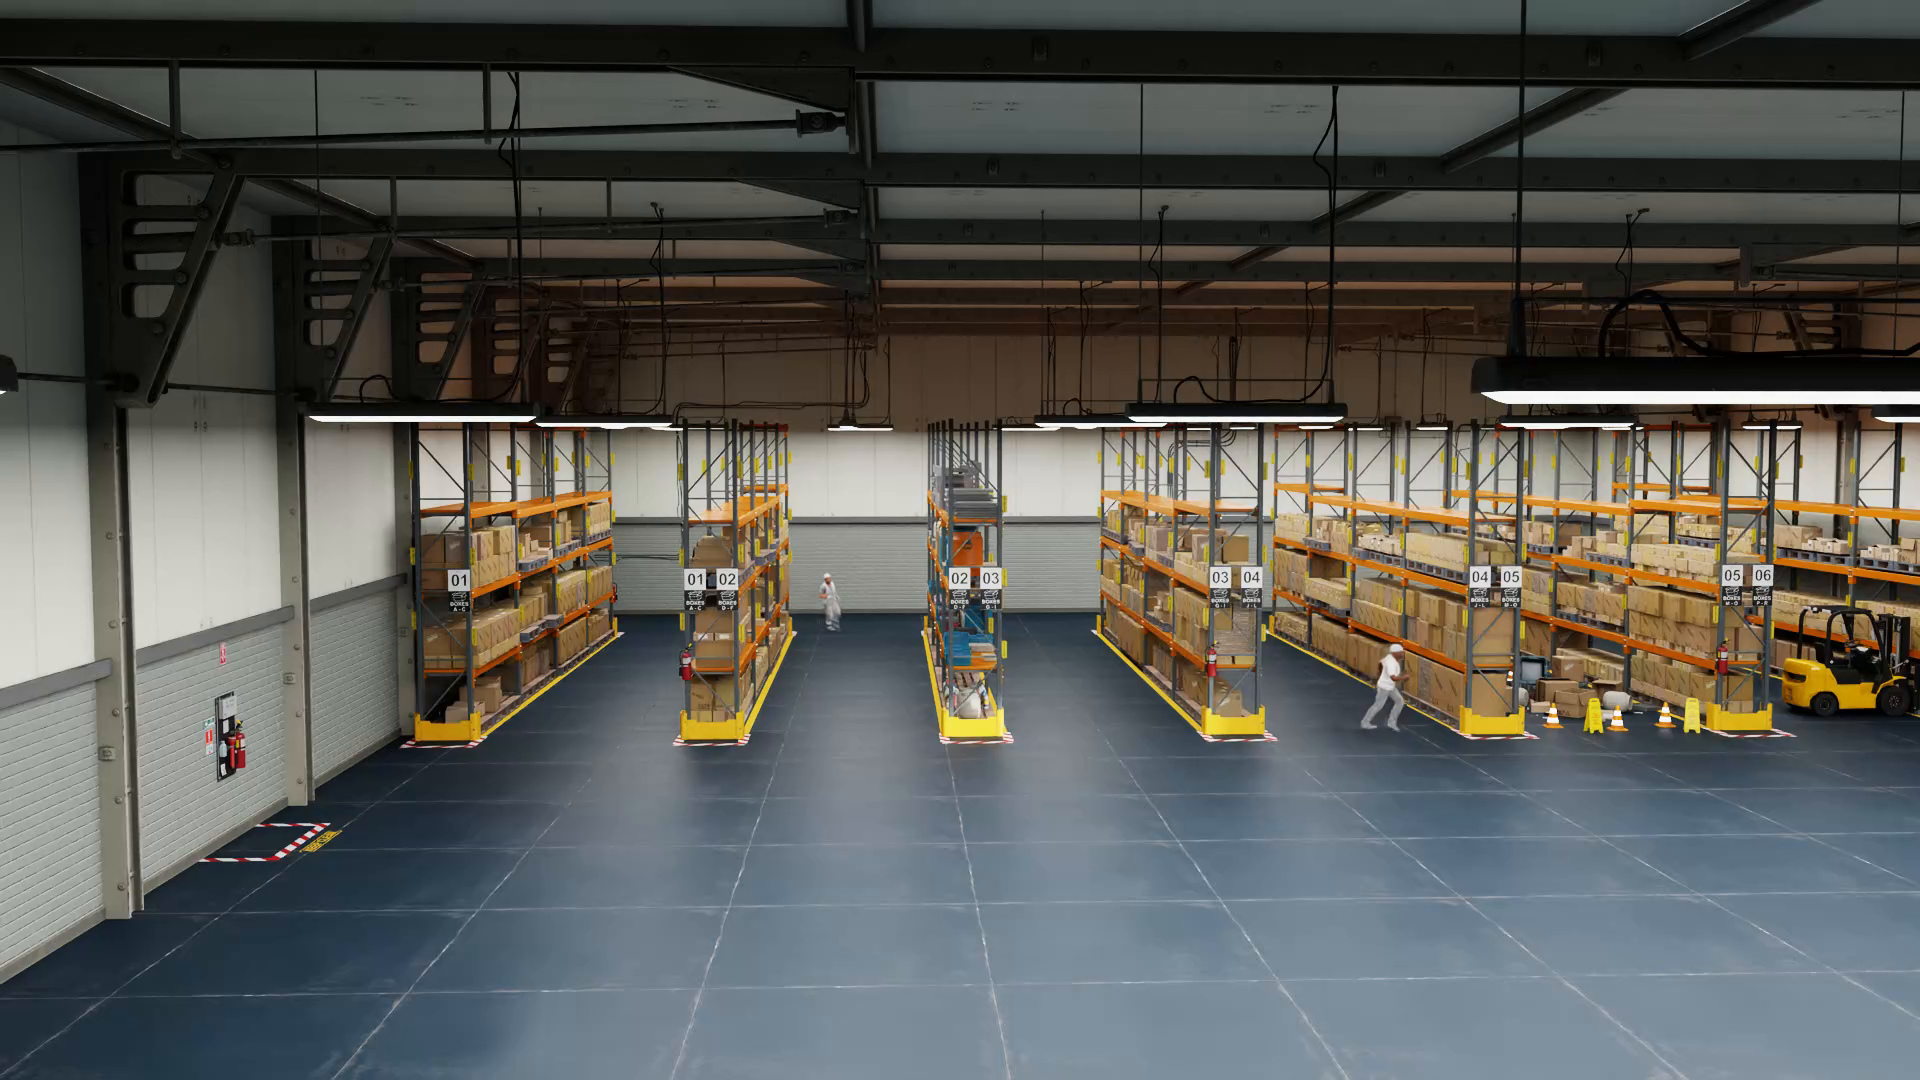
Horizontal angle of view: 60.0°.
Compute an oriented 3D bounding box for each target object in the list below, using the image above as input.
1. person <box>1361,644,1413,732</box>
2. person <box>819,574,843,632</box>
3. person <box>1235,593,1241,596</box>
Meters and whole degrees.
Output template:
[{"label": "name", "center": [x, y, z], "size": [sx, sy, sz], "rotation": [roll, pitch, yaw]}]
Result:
[{"label": "person", "center": [8.187, 2.833, 31.805], "size": [0.990, 1.724, 0.717], "rotation": [2, 4, 26]}, {"label": "person", "center": [-3.711, 1.825, 47.699], "size": [0.815, 1.759, 0.722], "rotation": [-3, 5, -42]}, {"label": "person", "center": [7.770, 1.848, 47.616], "size": [0.774, 1.691, 0.843], "rotation": [1, 4, 10]}]
